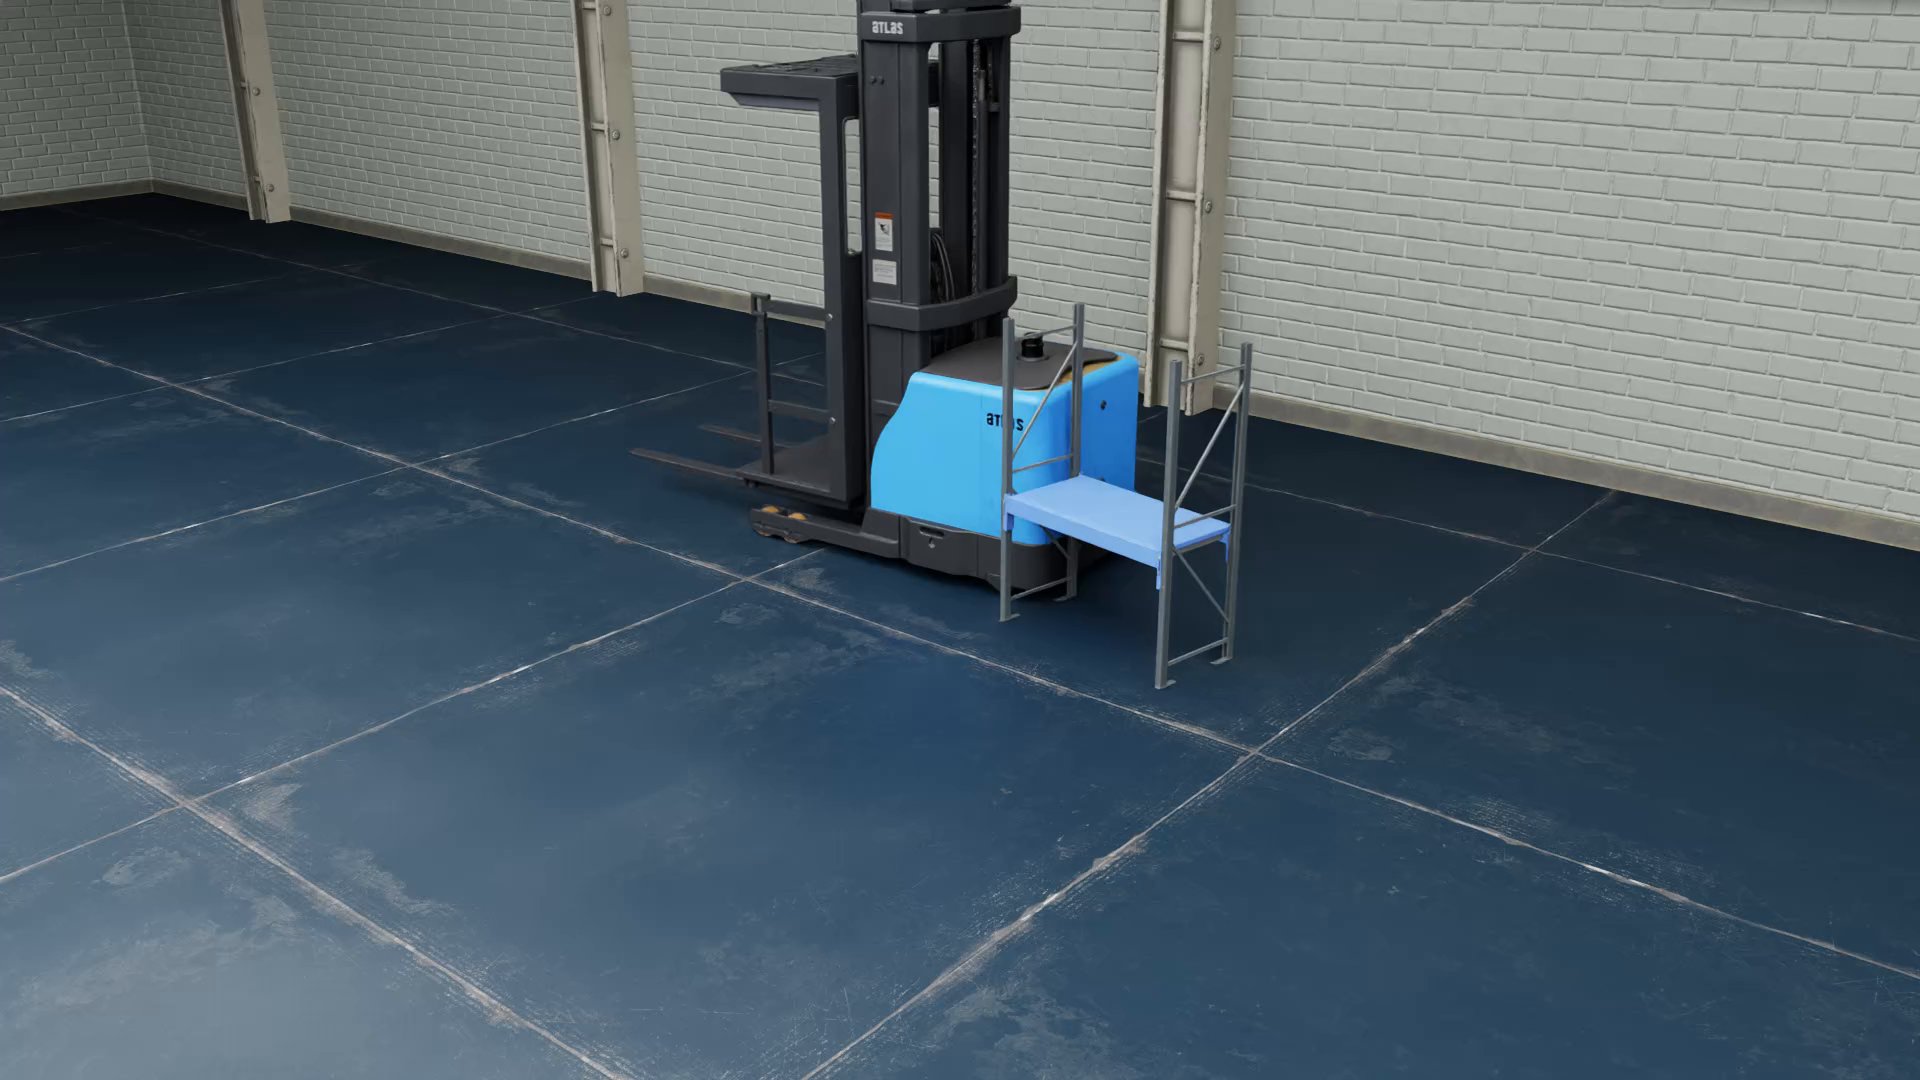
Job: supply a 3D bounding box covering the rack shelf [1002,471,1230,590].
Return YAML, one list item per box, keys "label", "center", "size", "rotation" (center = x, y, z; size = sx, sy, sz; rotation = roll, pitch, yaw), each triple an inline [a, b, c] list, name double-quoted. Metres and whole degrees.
- label: "rack shelf"
  center: [0.730, -0.061, 7.714]
  size: [0.538, 0.185, 1.000]
  rotation: [-17, 27, -38]

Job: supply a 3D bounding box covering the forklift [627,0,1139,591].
- label: "forklift"
  center: [-0.553, -1.490, 8.966]
  size: [3.031, 2.935, 1.130]
  rotation: [14, 25, 32]

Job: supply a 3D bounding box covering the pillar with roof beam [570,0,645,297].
- label: "pillar with roof beam"
  center: [-5.837, -5.311, 10.498]
  size: [0.400, 9.000, 9.100]
  rotation: [16, 26, 36]

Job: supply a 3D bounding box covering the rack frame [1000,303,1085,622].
- label: "rack frame"
  center: [0.394, -0.364, 8.008]
  size: [0.500, 1.500, 0.032]
  rotation: [-17, 27, -38]

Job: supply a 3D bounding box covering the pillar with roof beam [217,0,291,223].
- label: "pillar with roof beam"
  center: [-10.485, -6.649, 14.048]
  size: [0.400, 9.000, 9.100]
  rotation: [16, 26, 36]

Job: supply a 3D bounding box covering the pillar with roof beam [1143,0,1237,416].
- label: "pillar with roof beam"
  center: [-1.188, -3.972, 6.948]
  size: [0.400, 9.000, 9.100]
  rotation: [16, 26, 36]

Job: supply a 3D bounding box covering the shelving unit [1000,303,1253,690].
- label: "shelving unit"
  center: [0.730, -0.229, 7.651]
  size: [0.538, 1.500, 1.048]
  rotation: [-17, 27, -38]

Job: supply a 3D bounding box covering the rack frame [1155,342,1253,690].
- label: "rack frame"
  center: [1.066, -0.095, 7.294]
  size: [0.500, 1.500, 0.032]
  rotation: [-17, 27, -38]
